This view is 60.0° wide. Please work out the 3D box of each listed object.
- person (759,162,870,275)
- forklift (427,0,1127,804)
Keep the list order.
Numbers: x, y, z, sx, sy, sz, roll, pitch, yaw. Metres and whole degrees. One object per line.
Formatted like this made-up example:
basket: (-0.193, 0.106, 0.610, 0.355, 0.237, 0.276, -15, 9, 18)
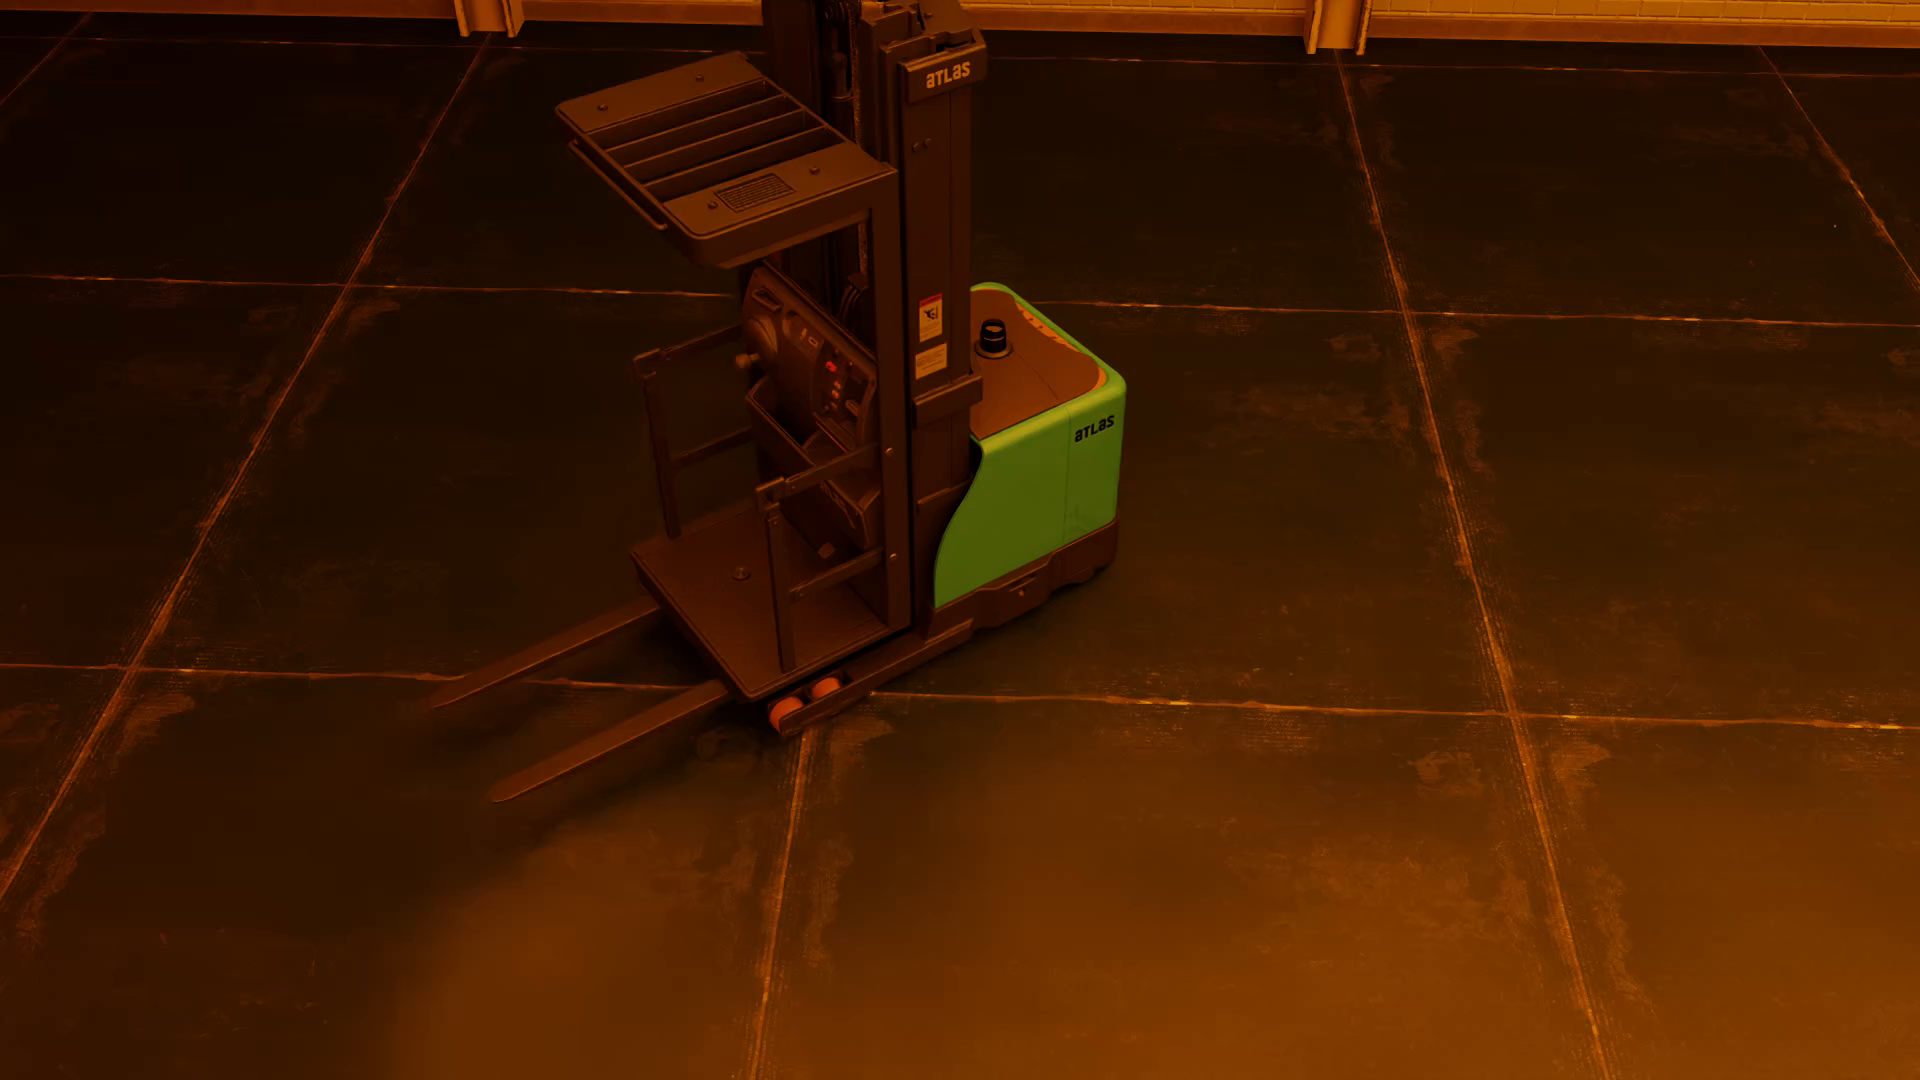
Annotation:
person: (-0.509, -1.369, 8.290, 1.245, 1.529, 0.949, 25, 48, 24)
forklift: (-0.771, -0.664, 6.470, 3.031, 2.935, 1.130, -25, 48, -25)
